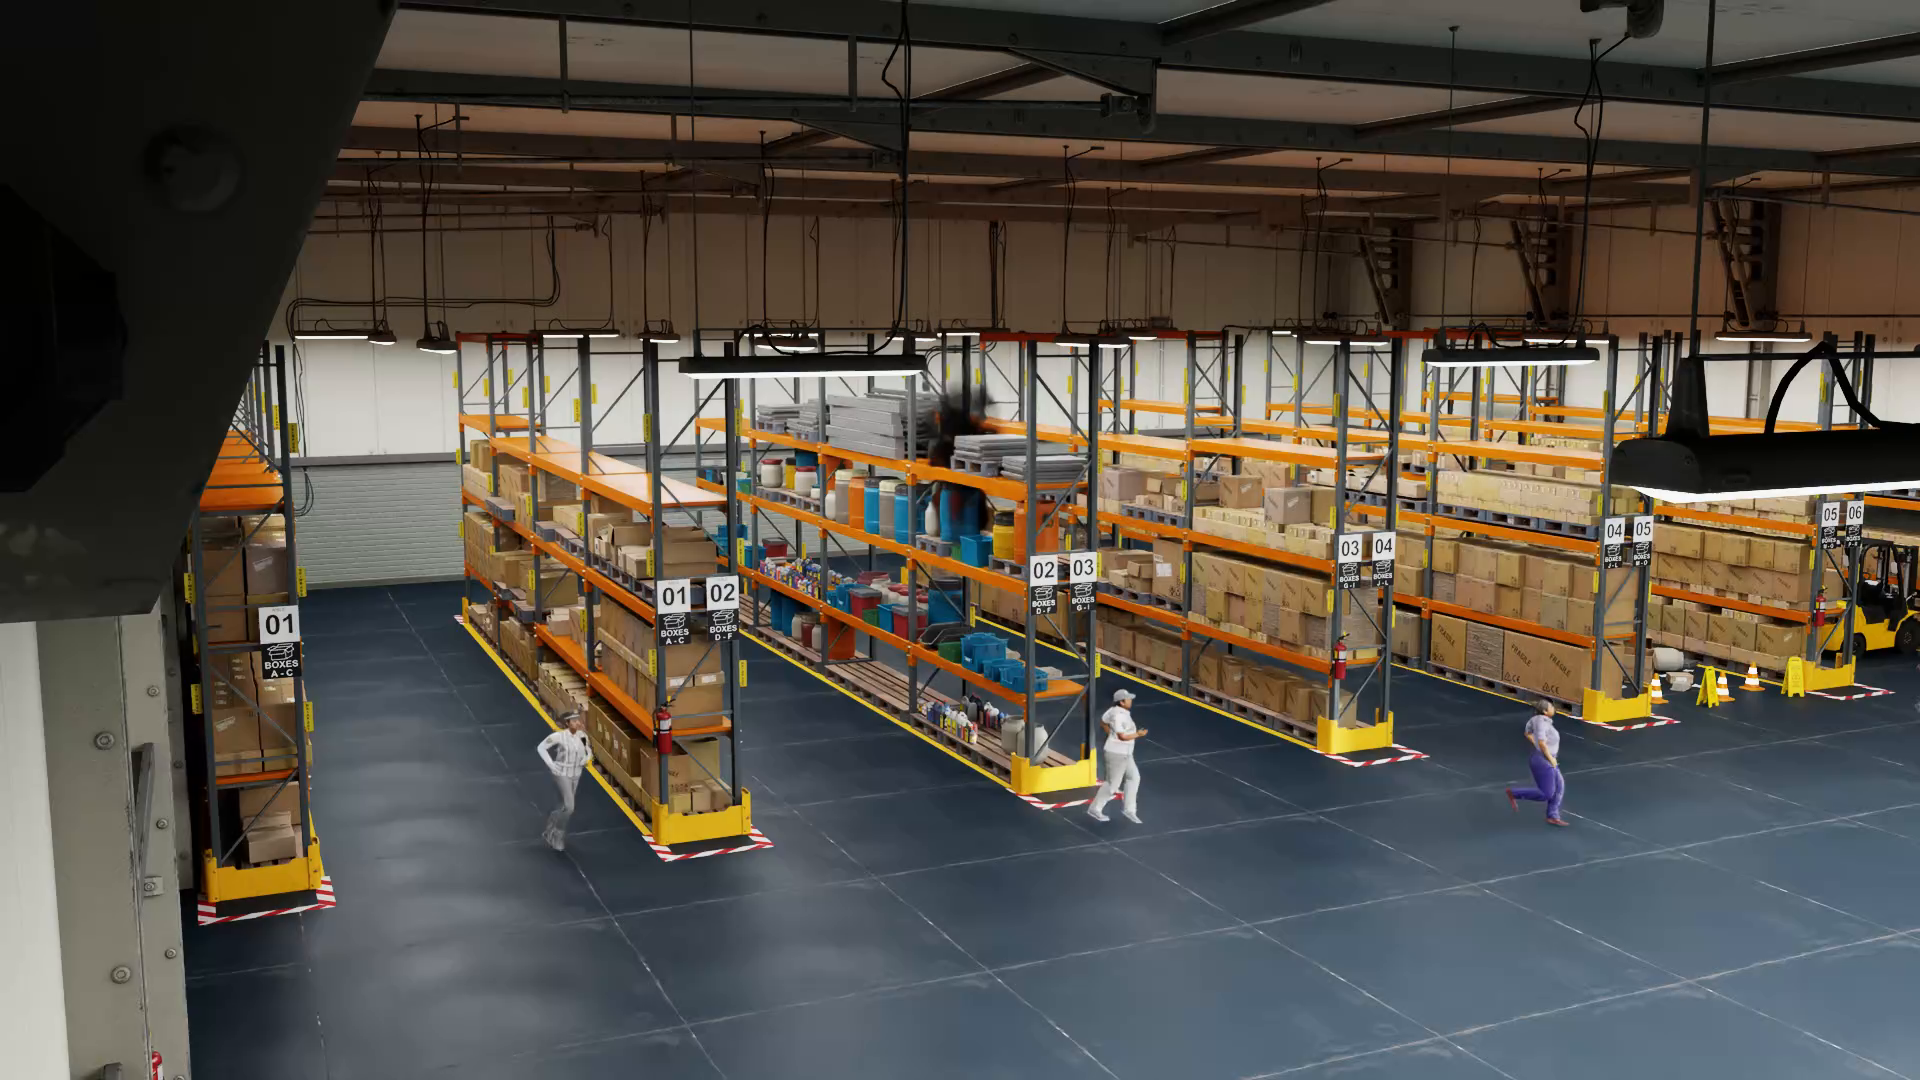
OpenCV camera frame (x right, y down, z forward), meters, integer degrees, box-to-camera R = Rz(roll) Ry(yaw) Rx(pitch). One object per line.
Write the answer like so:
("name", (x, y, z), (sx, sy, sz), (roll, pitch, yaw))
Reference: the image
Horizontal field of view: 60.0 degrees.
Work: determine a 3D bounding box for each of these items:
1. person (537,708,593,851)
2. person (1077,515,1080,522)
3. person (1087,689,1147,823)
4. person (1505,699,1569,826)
("person", (-4.690, 2.849, 19.904), (0.626, 1.725, 0.602), (6, 10, 37))
("person", (2.651, 0.258, 38.834), (0.581, 1.742, 0.831), (-3, 8, -22))
("person", (1.968, 2.727, 20.841), (0.749, 1.731, 0.606), (1, 8, 4))
("person", (7.256, 2.784, 20.725), (0.732, 1.611, 0.606), (1, 8, 11))
